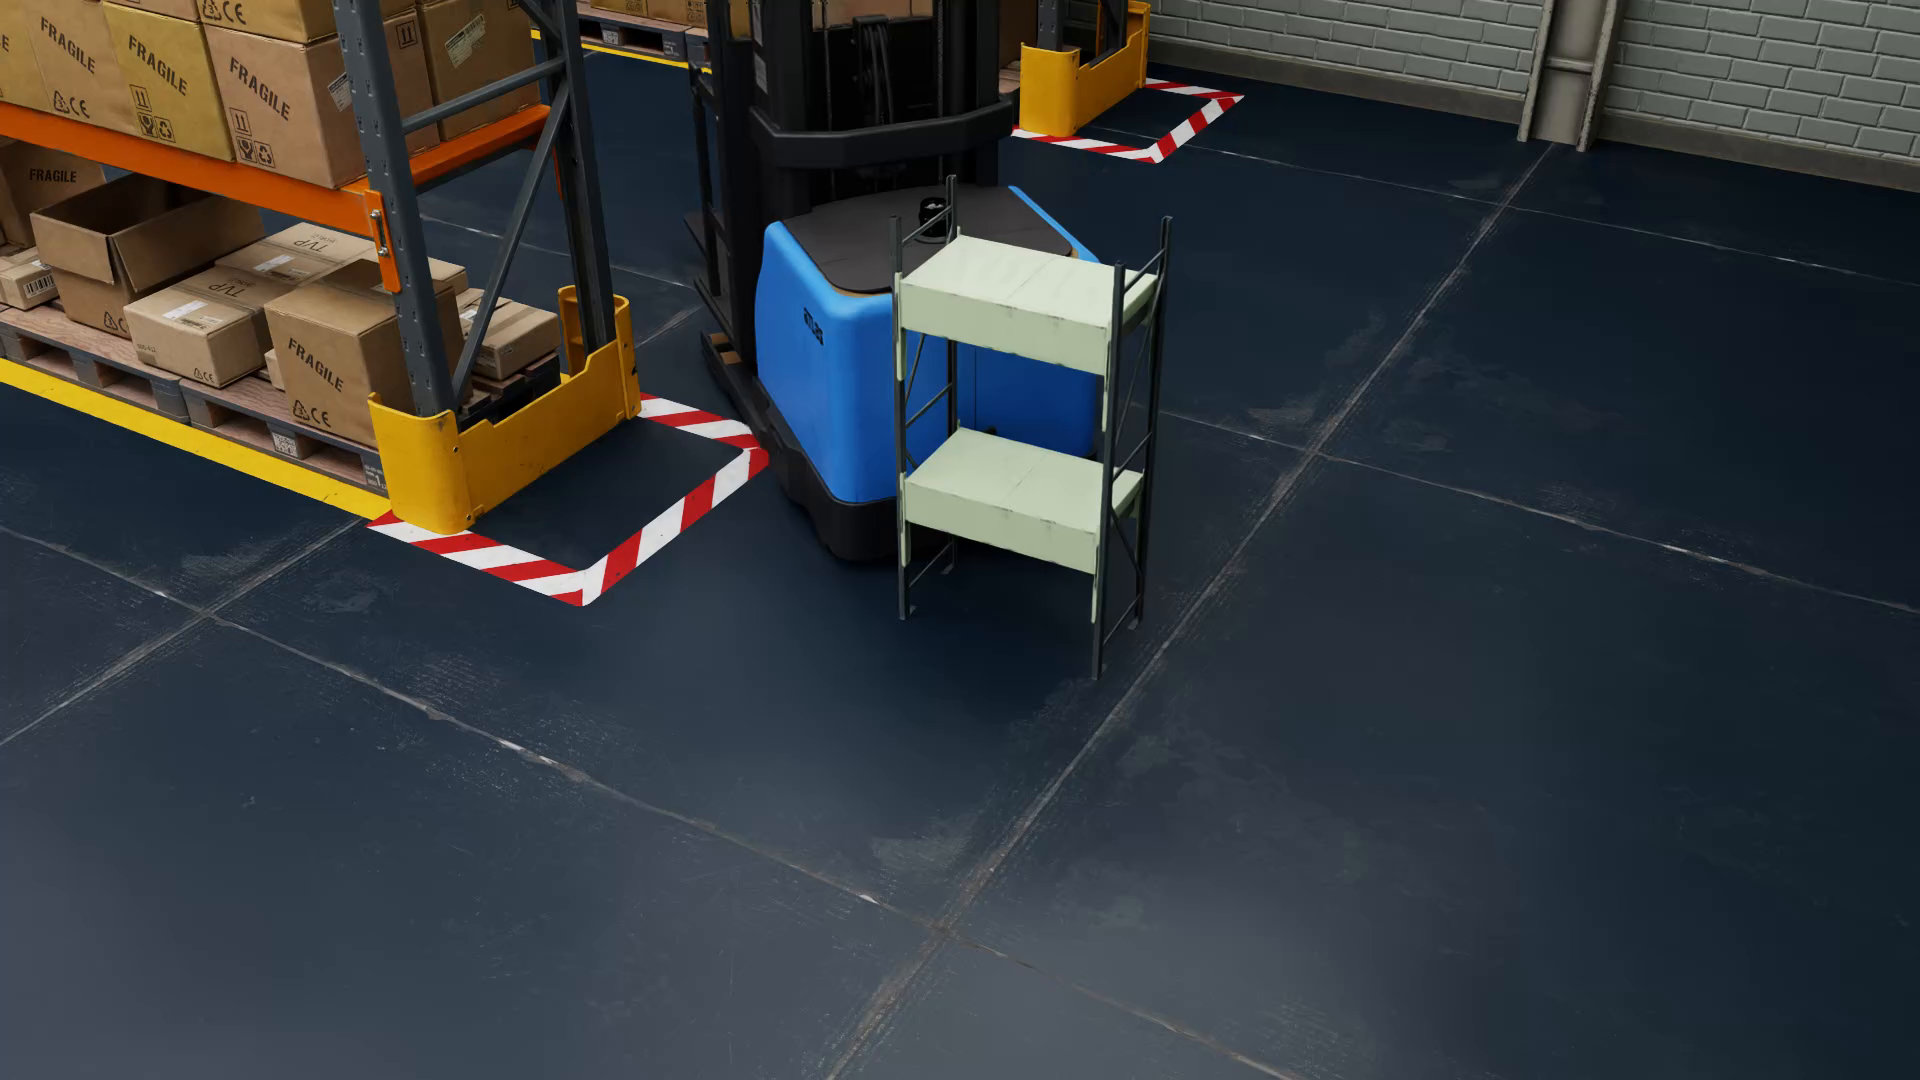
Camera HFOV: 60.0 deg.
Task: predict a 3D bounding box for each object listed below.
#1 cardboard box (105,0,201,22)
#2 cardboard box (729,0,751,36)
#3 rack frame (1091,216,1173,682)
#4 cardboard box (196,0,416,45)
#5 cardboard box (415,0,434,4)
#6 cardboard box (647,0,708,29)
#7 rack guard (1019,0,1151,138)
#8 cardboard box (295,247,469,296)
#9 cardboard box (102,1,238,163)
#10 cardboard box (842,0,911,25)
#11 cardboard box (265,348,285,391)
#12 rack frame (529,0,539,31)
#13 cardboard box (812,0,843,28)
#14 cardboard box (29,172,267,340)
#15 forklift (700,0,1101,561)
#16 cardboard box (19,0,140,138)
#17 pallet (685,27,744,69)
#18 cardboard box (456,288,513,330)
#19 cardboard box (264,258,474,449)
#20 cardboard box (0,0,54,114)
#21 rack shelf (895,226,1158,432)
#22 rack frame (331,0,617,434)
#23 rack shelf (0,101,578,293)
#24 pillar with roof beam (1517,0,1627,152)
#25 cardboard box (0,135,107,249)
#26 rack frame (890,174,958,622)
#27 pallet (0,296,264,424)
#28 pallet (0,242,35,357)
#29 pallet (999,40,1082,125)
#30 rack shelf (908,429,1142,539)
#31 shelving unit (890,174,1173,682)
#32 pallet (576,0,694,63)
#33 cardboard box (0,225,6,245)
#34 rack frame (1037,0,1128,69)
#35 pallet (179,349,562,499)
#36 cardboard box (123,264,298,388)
[{"bbox_3d":[-2.667,-2.147,5.776,0.500,0.500,0.500,19,38,26],"label":"cardboard box"},{"bbox_3d":[-1.246,-3.643,10.891,0.500,0.500,0.700,18,38,25],"label":"cardboard box"},{"bbox_3d":[0.539,-0.253,5.277,0.023,1.500,0.400,16,37,23],"label":"rack frame"},{"bbox_3d":[-2.228,-2.009,5.568,0.500,0.500,0.500,17,37,24],"label":"cardboard box"},{"bbox_3d":[-1.960,-2.267,5.956,0.500,0.500,0.500,19,38,26],"label":"cardboard box"},{"bbox_3d":[-1.691,-3.785,11.104,0.500,0.500,0.700,17,37,24],"label":"cardboard box"},{"bbox_3d":[0.770,-2.899,10.152,0.348,0.500,1.175,18,37,24],"label":"rack guard"},{"bbox_3d":[-2.471,-1.023,7.164,0.500,0.250,0.500,18,37,24],"label":"cardboard box"},{"bbox_3d":[-2.681,-1.736,6.060,0.500,0.500,0.500,18,38,25],"label":"cardboard box"},{"bbox_3d":[-0.343,-3.362,10.469,0.500,0.500,0.700,17,37,24],"label":"cardboard box"},{"bbox_3d":[-2.607,-0.750,6.830,0.250,0.166,0.380,18,37,24],"label":"cardboard box"},{"bbox_3d":[-2.724,-5.046,11.121,0.127,3.000,1.000,18,37,24],"label":"rack frame"},{"bbox_3d":[-0.780,-3.500,10.676,0.500,0.500,0.700,16,37,23],"label":"cardboard box"},{"bbox_3d":[-3.545,-1.291,7.337,0.637,0.503,0.797,18,37,24],"label":"cardboard box"},{"bbox_3d":[-0.502,-1.953,6.538,1.130,2.935,3.031,-12,36,-18],"label":"forklift"},{"bbox_3d":[-3.112,-1.875,6.270,0.500,0.500,0.500,18,38,25],"label":"cardboard box"},{"bbox_3d":[-1.039,-3.303,11.020,1.213,0.211,1.003,18,37,24],"label":"pallet"},{"bbox_3d":[-2.115,-0.914,7.075,0.250,0.166,0.380,18,37,24],"label":"cardboard box"},{"bbox_3d":[-2.300,-0.734,6.505,0.500,0.500,0.500,18,37,24],"label":"cardboard box"},{"bbox_3d":[-3.549,-2.014,6.478,0.500,0.500,0.500,17,37,24],"label":"cardboard box"},{"bbox_3d":[0.214,-0.671,5.200,0.720,0.370,0.431,16,37,23],"label":"rack shelf"},{"bbox_3d":[-1.705,-1.561,5.888,0.127,3.000,1.000,18,37,24],"label":"rack frame"},{"bbox_3d":[-3.442,-1.811,6.913,4.000,0.370,1.077,18,37,24],"label":"rack shelf"},{"bbox_3d":[1.387,-4.045,4.205,0.400,9.000,9.100,18,37,24],"label":"pillar with roof beam"},{"bbox_3d":[-4.543,-1.783,8.080,0.500,0.500,0.500,18,37,24],"label":"cardboard box"},{"bbox_3d":[-0.110,-0.440,5.557,0.023,1.500,0.400,16,37,23],"label":"rack frame"},{"bbox_3d":[-3.519,-0.976,7.525,1.213,0.211,1.003,18,37,24],"label":"pallet"},{"bbox_3d":[-4.582,-1.311,8.028,1.213,0.211,1.003,18,37,24],"label":"pallet"},{"bbox_3d":[0.016,-2.967,10.515,1.213,0.211,1.003,18,37,24],"label":"pallet"},{"bbox_3d":[0.214,-0.156,5.543,0.686,0.124,0.368,16,37,23],"label":"rack shelf"},{"bbox_3d":[0.214,-0.346,5.417,0.755,1.500,0.431,16,37,23],"label":"shelving unit"},{"bbox_3d":[-2.102,-3.638,11.523,1.213,0.211,1.003,18,37,24],"label":"pallet"},{"bbox_3d":[-4.921,-1.505,7.833,0.500,0.311,0.500,18,37,24],"label":"cardboard box"},{"bbox_3d":[0.749,-3.946,9.469,0.127,3.000,1.000,18,37,24],"label":"rack frame"},{"bbox_3d":[-2.464,-0.640,7.020,1.213,0.211,1.003,18,37,24],"label":"pallet"},{"bbox_3d":[-3.110,-0.906,6.988,0.500,0.250,0.500,18,37,24],"label":"cardboard box"}]
